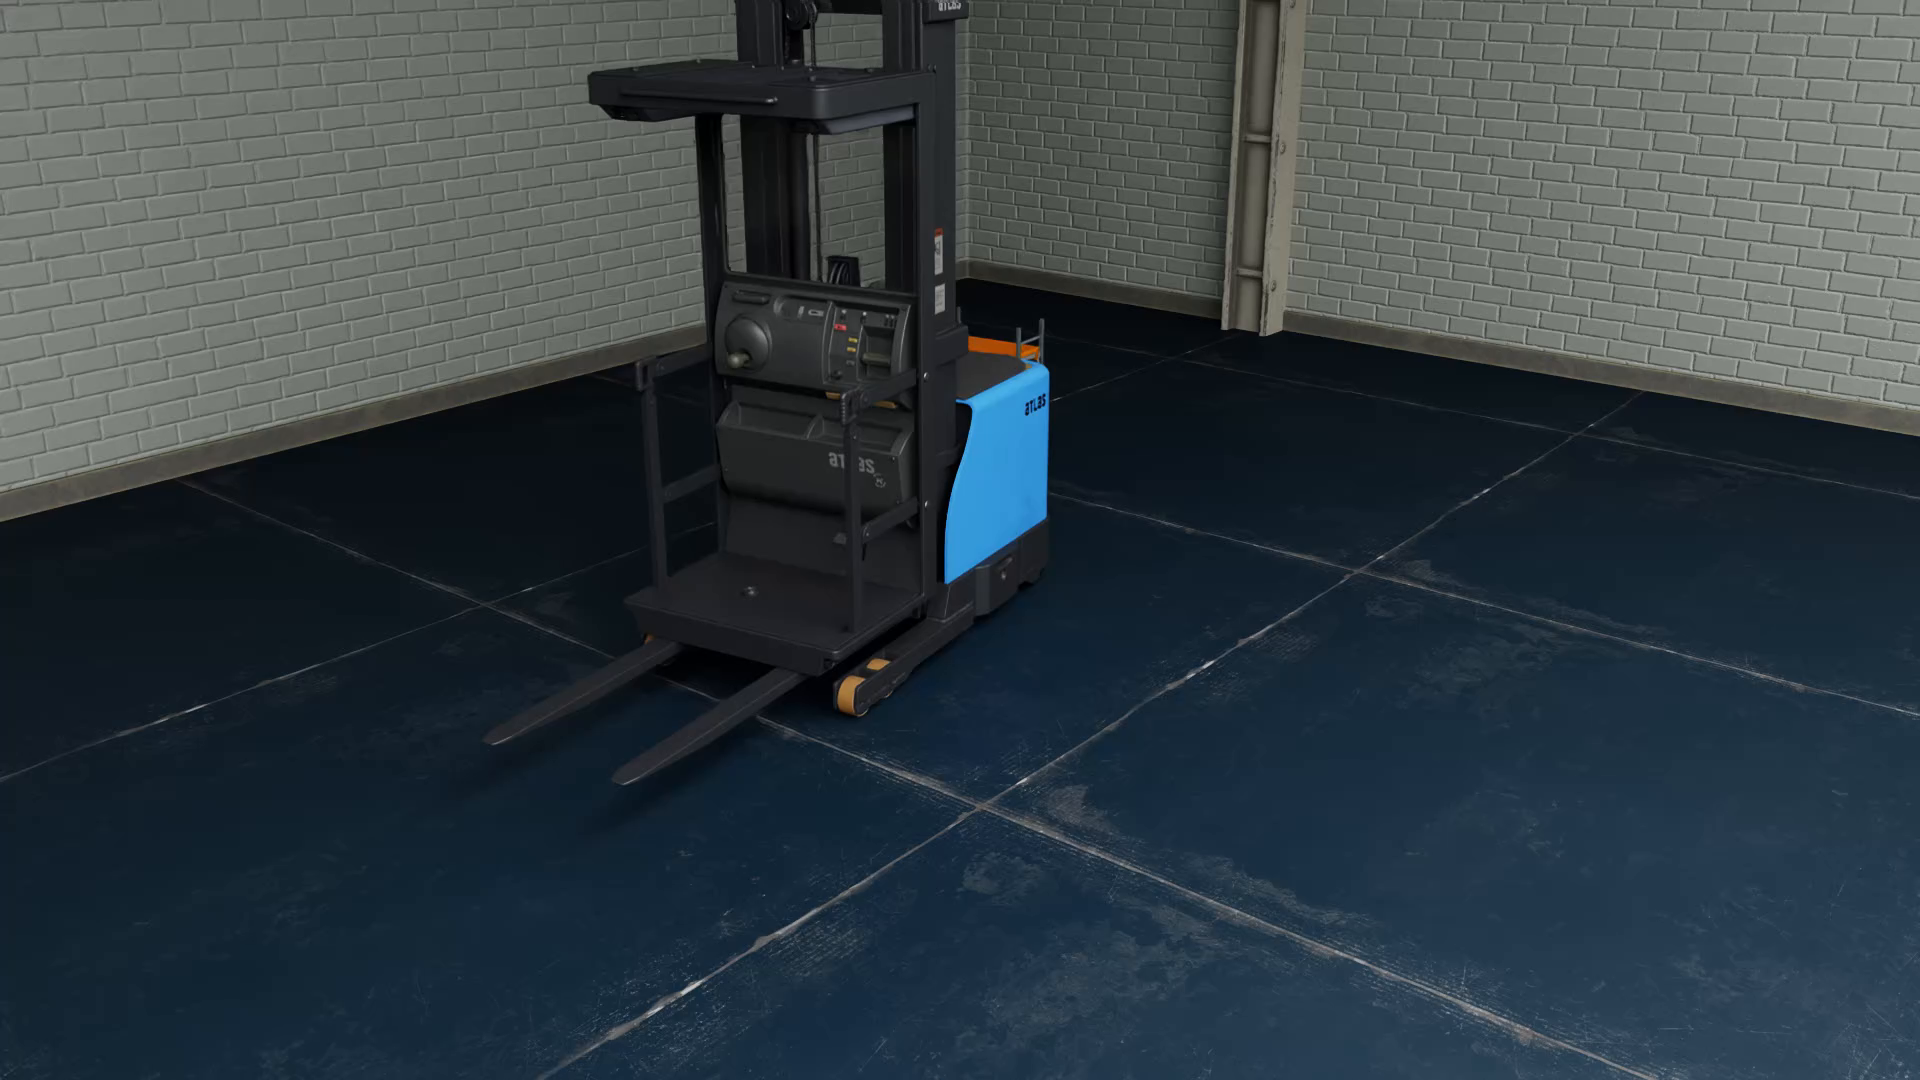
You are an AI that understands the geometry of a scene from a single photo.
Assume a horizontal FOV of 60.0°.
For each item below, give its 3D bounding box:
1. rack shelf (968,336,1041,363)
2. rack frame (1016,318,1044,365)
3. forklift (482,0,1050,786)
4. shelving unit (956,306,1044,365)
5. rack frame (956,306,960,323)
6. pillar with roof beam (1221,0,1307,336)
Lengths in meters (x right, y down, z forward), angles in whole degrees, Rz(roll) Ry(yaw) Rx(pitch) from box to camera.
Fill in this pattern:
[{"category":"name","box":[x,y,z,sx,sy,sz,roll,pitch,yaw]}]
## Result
[{"category":"rack shelf","box":[0.136,-0.902,8.247,0.480,0.148,0.258,13,24,31]},{"category":"rack frame","box":[0.340,-0.488,8.261,0.015,1.200,0.240,13,24,31]},{"category":"forklift","box":[-0.721,-0.835,6.729,1.130,2.935,3.031,11,23,27]},{"category":"shelving unit","box":[0.136,-0.535,8.386,0.503,1.200,0.258,13,24,31]},{"category":"rack frame","box":[-0.069,-0.582,8.510,0.015,1.200,0.240,13,24,31]},{"category":"pillar with roof beam","box":[-0.427,-4.690,8.352,0.400,9.000,9.100,16,26,36]}]
